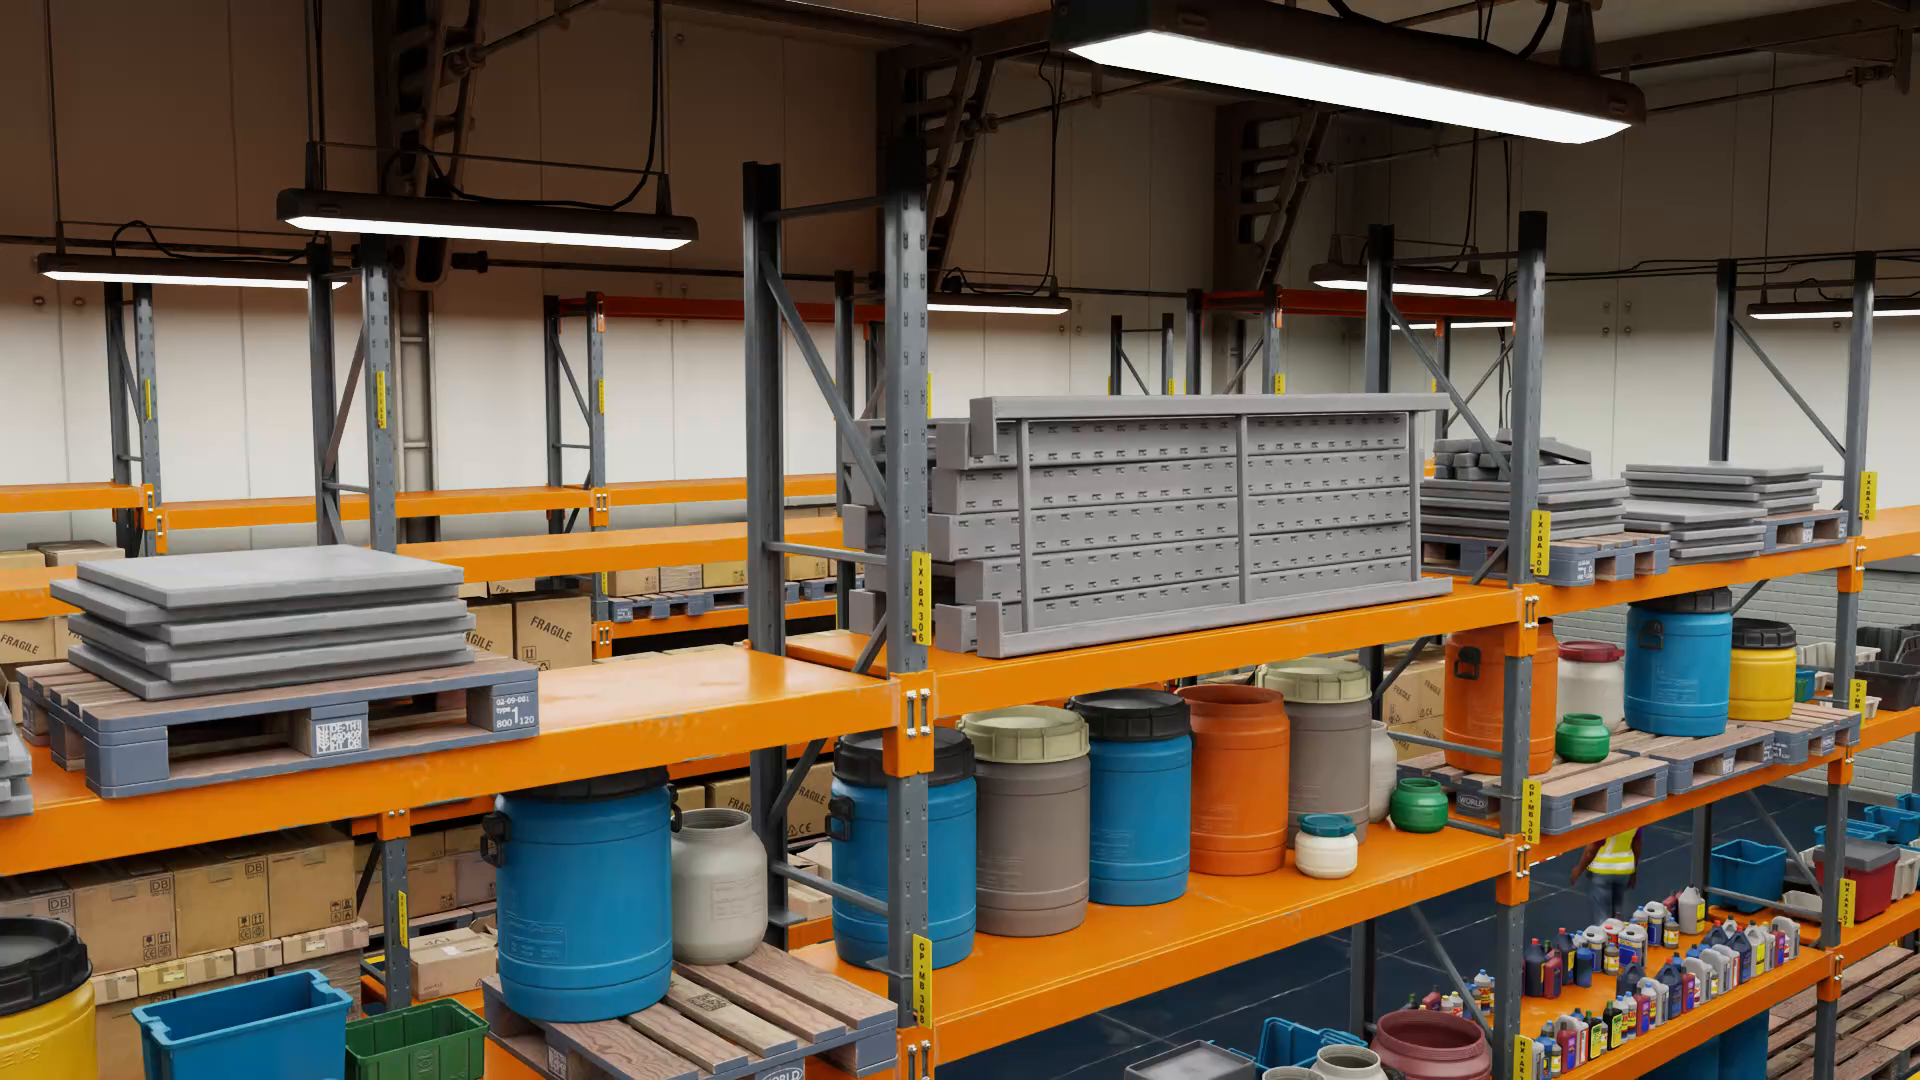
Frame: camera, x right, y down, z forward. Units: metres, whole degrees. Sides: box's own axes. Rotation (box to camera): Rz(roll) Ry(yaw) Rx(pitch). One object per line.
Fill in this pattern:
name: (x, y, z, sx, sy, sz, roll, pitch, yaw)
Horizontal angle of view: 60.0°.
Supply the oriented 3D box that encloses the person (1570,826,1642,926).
person: (5.653, 2.912, 14.505, 0.625, 1.825, 0.501, -1, 6, -7)
